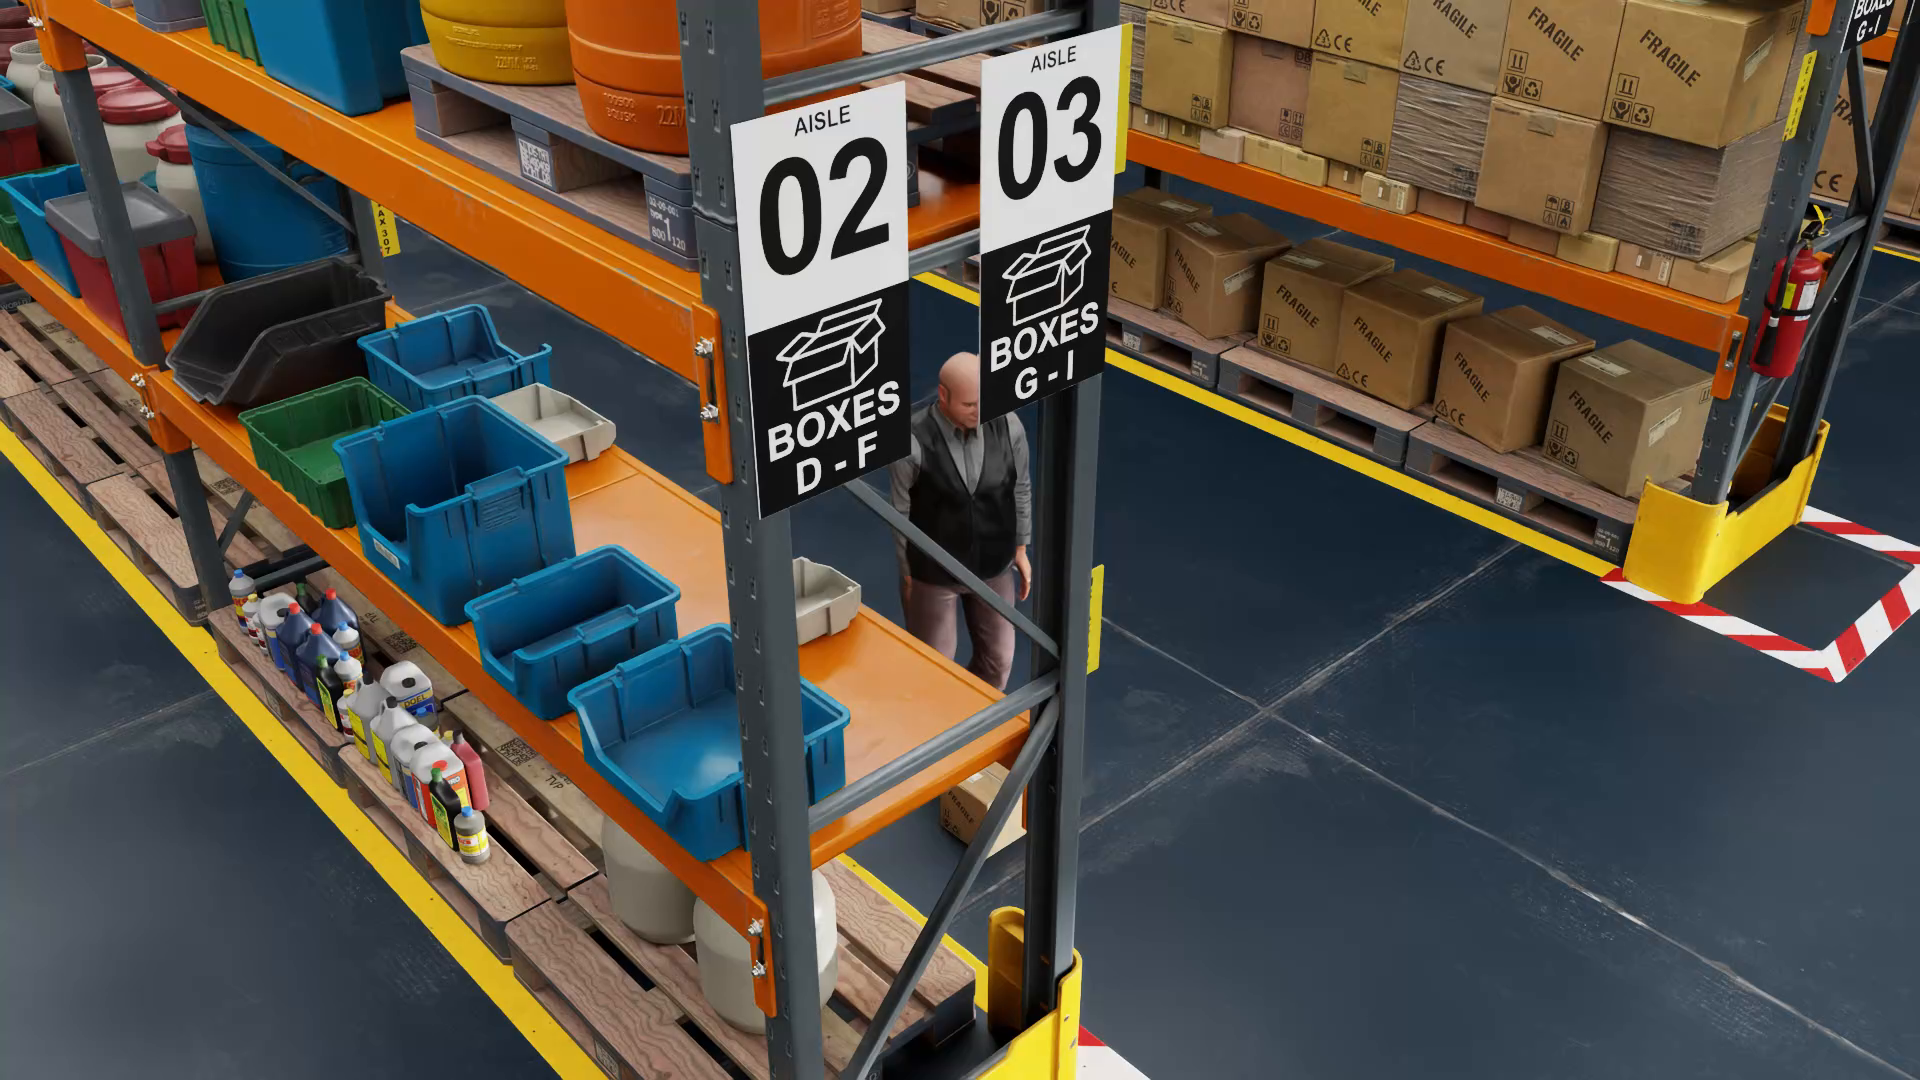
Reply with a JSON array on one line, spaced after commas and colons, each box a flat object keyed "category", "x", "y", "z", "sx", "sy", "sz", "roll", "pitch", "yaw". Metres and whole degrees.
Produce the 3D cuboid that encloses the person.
[{"category": "person", "x": 0.010, "y": 0.103, "z": 6.012, "sx": 0.537, "sy": 1.714, "sz": 0.359, "roll": -12, "pitch": 34, "yaw": -19}]
